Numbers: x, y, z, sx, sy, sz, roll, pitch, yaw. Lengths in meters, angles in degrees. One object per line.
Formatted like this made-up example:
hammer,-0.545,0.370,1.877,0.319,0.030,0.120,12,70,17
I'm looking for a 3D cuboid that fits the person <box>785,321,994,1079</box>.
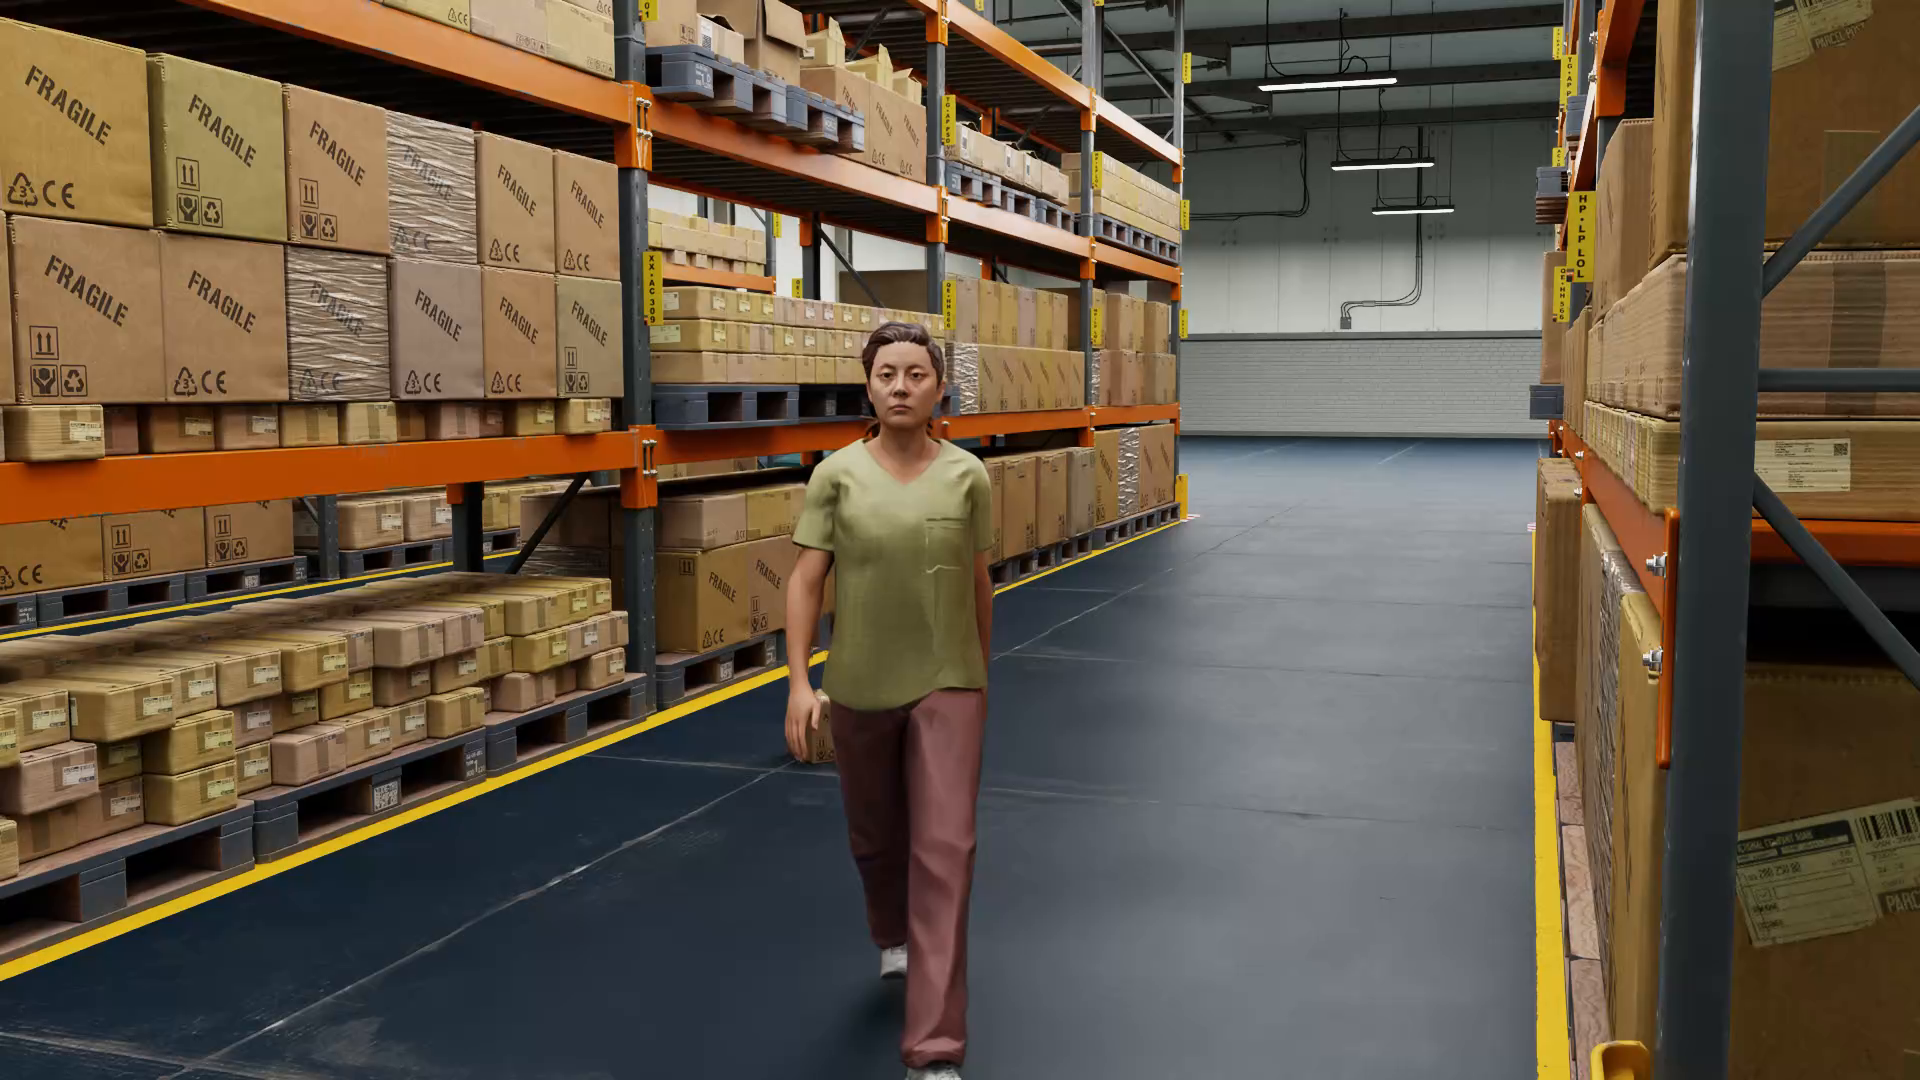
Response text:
person,-0.150,0.333,3.674,0.458,1.613,1.057,0,5,-1
